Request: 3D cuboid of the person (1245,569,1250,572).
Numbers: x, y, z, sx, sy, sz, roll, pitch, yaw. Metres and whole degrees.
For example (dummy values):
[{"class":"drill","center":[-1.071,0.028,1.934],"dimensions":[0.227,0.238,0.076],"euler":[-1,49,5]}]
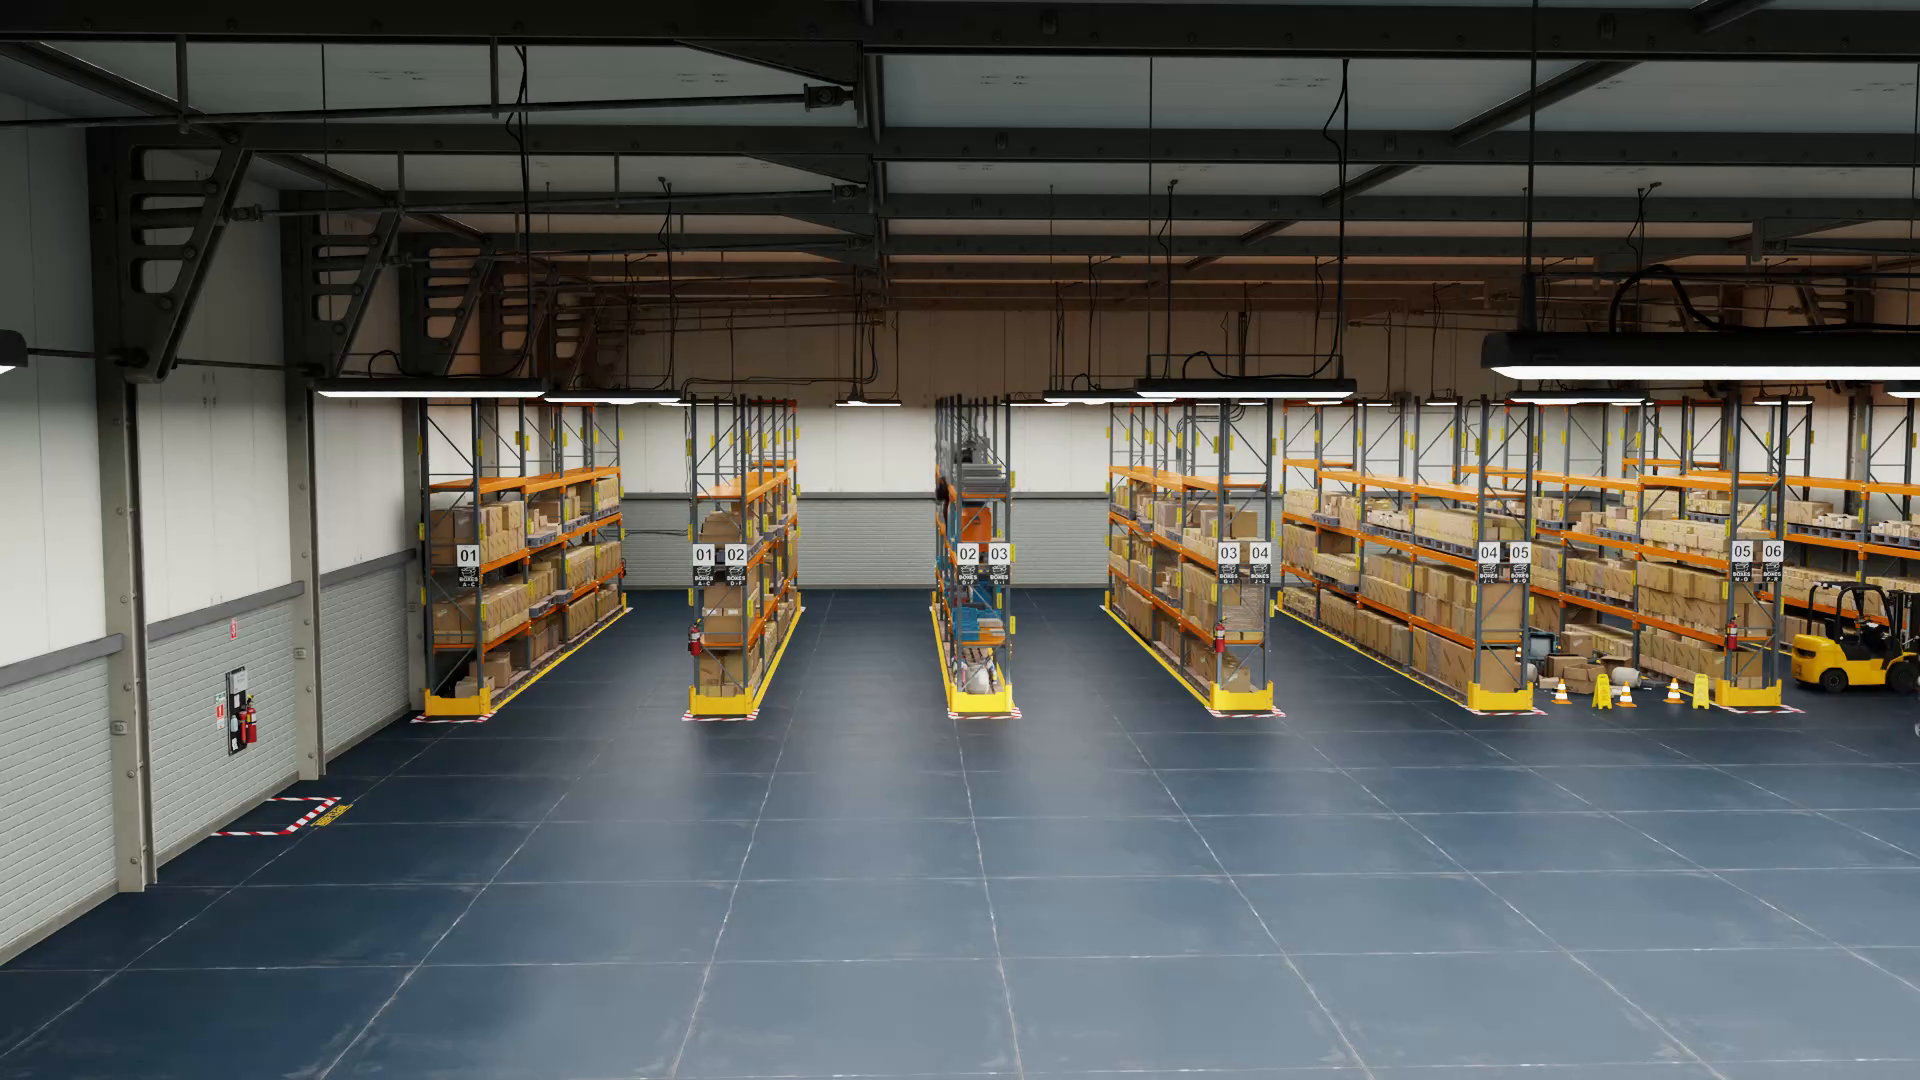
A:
[{"class":"person","center":[7.924,1.128,46.892],"dimensions":[0.696,1.783,0.945],"euler":[0,4,0]}]
